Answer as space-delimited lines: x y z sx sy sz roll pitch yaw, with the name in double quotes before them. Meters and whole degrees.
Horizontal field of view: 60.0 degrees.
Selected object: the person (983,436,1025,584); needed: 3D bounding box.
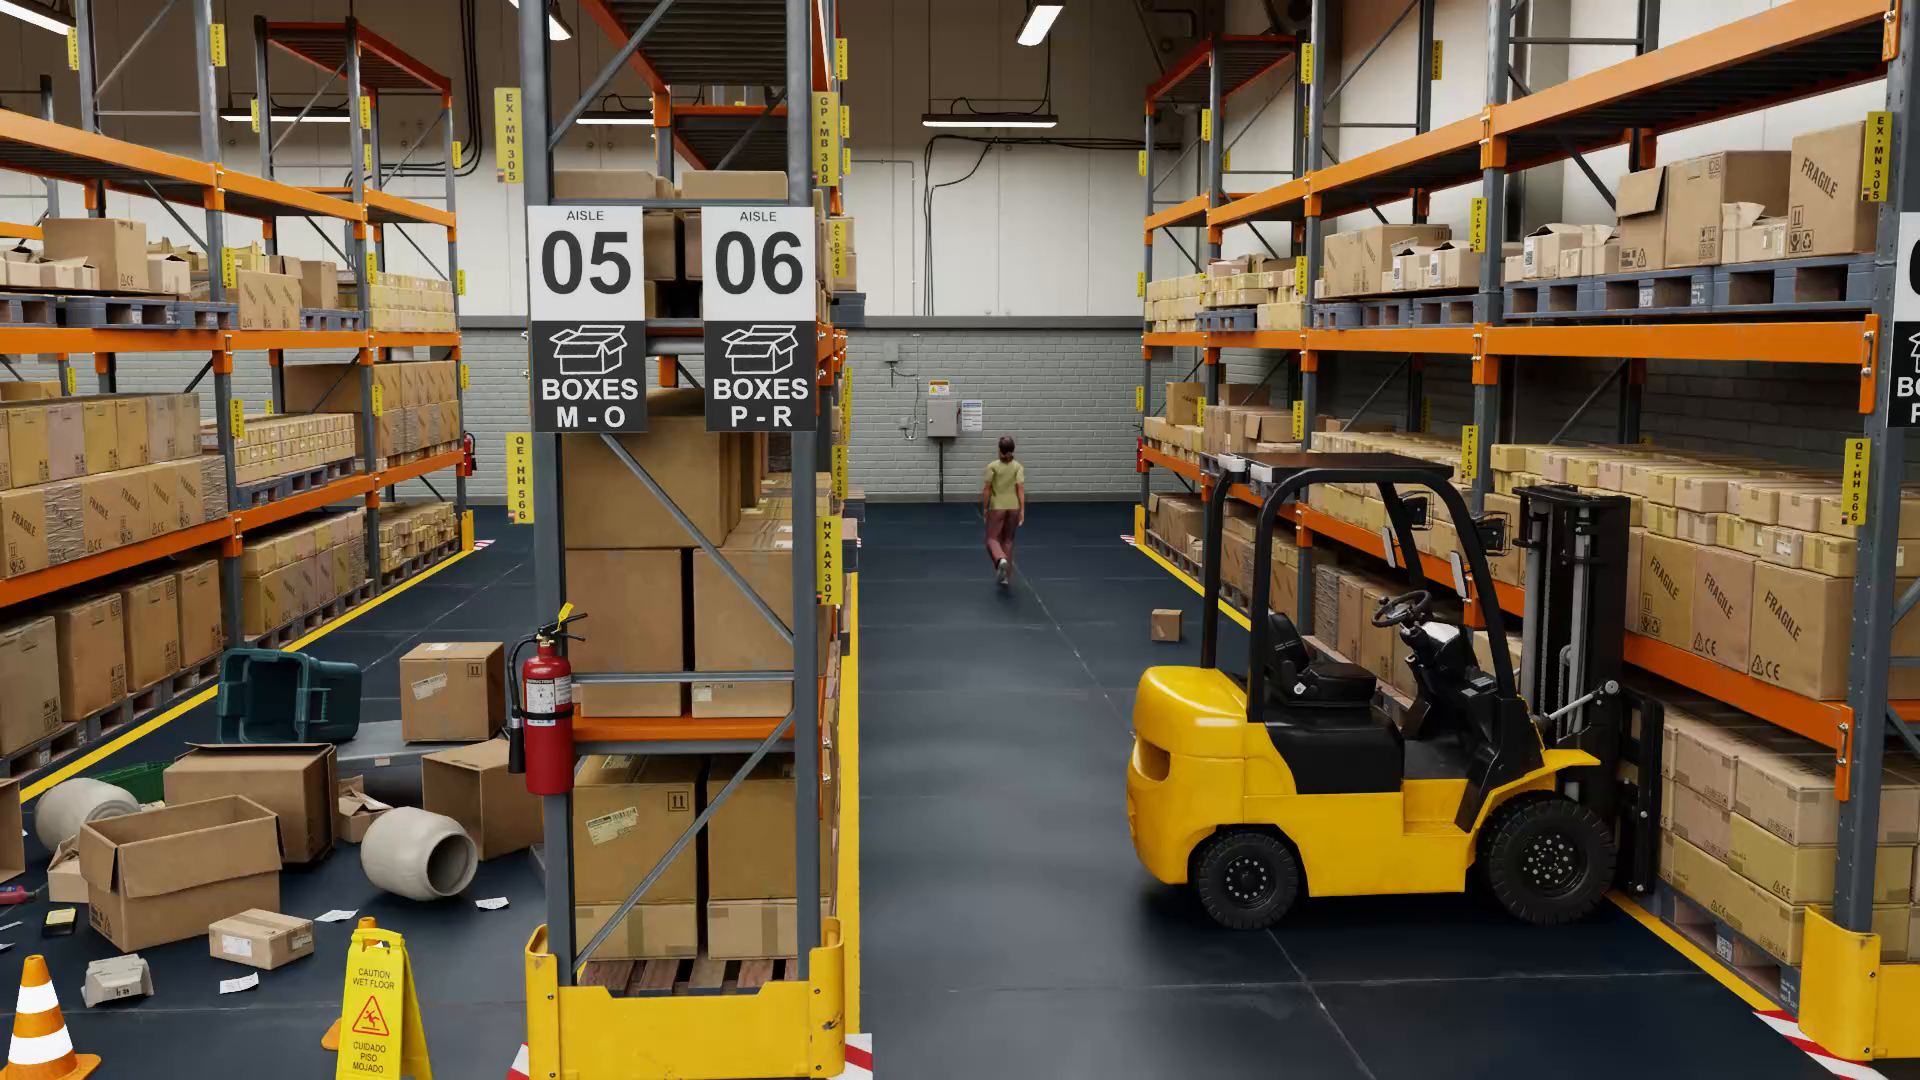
"person" 0.482 -0.311 18.225 0.455 1.642 0.761 -1 7 -10
